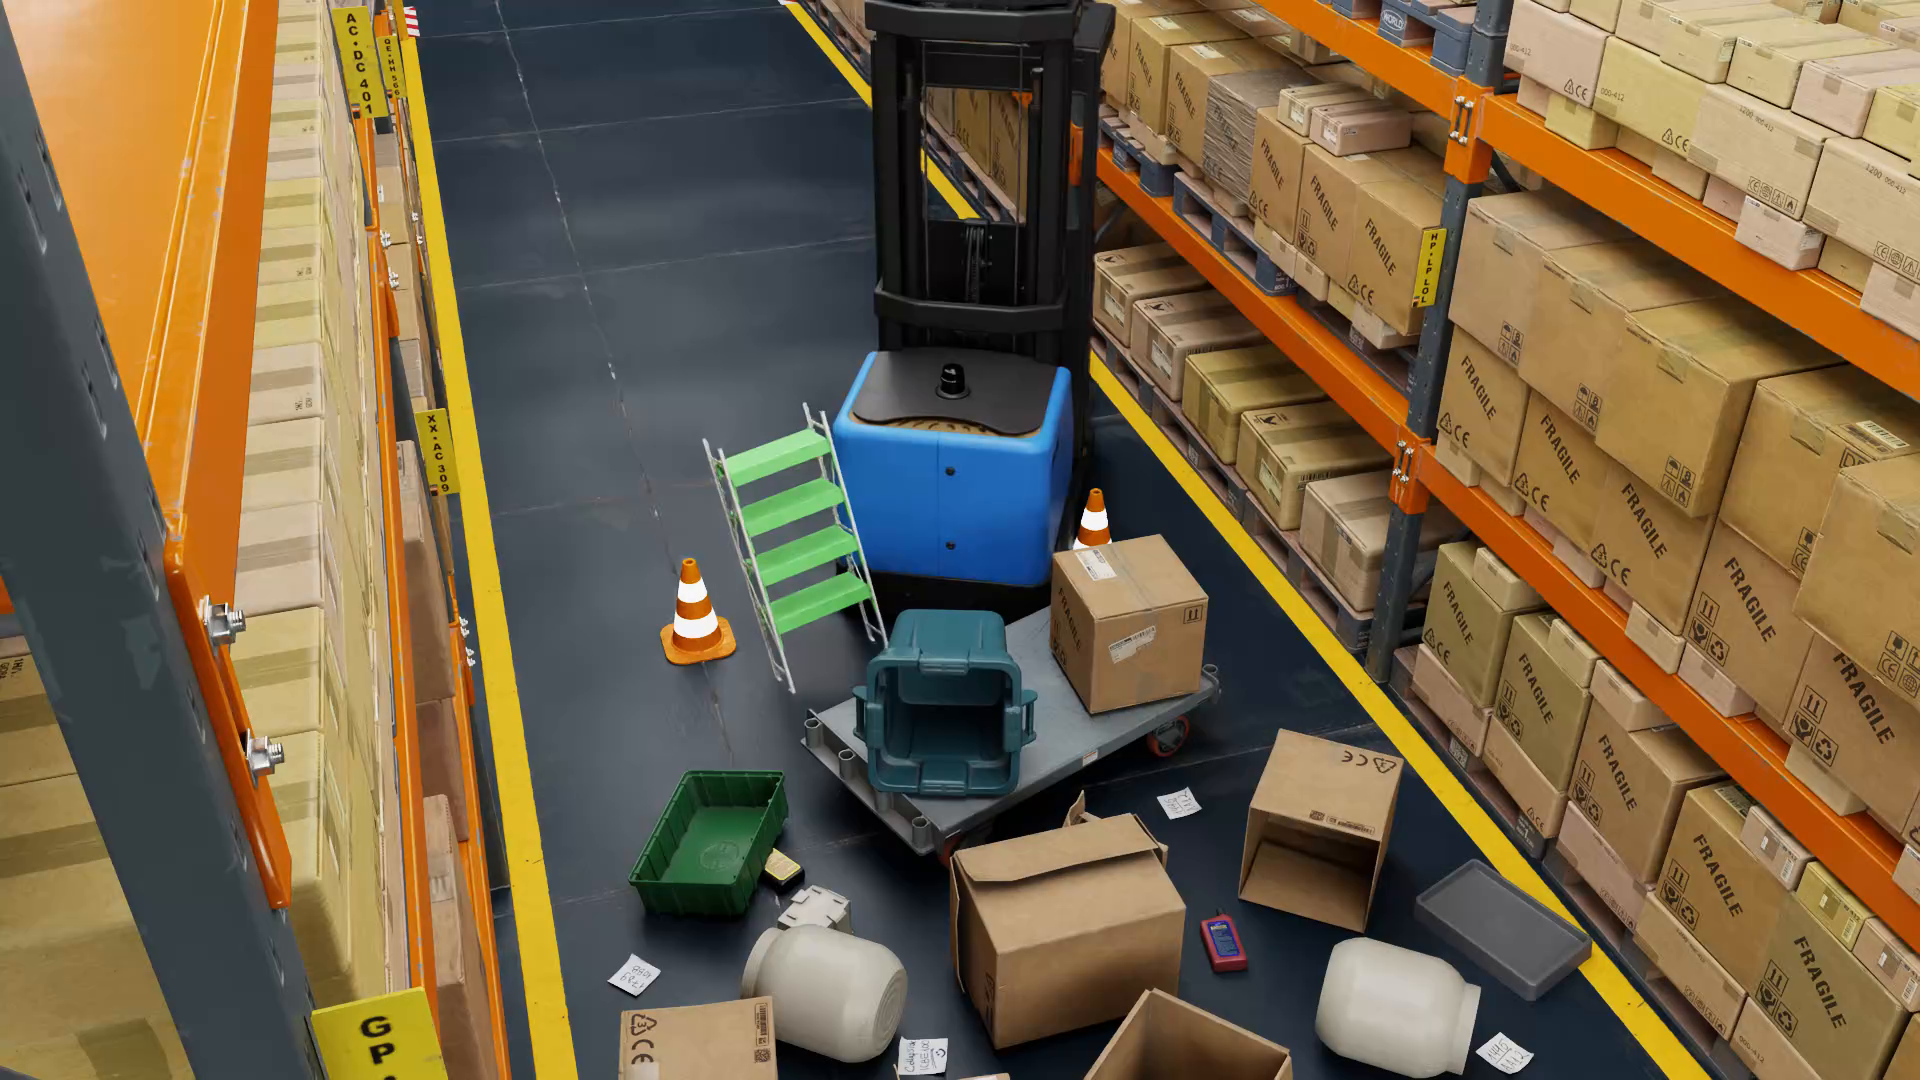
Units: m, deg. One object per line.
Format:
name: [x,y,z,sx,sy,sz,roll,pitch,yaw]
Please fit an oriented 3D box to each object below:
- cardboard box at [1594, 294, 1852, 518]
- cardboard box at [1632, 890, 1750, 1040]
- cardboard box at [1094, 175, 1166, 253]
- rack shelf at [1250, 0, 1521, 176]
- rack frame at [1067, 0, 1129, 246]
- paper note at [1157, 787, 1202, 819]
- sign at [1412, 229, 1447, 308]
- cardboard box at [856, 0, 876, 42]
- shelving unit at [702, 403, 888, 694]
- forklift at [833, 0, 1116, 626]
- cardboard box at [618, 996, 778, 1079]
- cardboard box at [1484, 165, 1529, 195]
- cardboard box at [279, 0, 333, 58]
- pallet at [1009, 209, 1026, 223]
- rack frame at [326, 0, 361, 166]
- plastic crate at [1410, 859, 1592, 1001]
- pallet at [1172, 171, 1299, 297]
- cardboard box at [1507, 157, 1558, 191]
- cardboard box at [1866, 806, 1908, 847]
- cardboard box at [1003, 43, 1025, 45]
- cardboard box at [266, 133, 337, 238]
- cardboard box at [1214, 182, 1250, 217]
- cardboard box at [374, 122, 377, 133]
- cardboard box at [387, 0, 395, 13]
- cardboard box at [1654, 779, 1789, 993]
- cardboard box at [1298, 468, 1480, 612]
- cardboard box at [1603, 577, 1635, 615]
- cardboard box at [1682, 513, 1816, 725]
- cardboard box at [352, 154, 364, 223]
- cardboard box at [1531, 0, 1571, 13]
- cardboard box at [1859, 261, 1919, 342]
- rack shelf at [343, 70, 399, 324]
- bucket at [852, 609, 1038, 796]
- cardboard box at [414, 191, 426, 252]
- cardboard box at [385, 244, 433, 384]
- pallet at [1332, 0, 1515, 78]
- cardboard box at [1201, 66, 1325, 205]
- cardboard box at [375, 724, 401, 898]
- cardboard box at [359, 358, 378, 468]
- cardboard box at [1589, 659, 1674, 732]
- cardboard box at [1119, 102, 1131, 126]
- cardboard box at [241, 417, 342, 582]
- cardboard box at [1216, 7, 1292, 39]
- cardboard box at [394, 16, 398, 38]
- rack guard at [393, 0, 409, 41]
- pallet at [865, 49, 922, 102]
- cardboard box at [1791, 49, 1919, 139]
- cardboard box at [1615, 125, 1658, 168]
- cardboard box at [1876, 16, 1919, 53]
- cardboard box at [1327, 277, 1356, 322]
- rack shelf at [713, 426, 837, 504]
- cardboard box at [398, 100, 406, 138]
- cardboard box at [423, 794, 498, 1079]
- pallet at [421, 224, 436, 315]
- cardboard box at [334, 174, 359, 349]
cardboard box: [2.583,-0.467,5.468,0.700,0.500,0.500,-11,35,-16]
cardboard box: [2.795,1.455,5.941,0.500,0.250,0.500,-11,35,-16]
cardboard box: [1.041,-2.457,11.293,0.875,0.875,0.875,-10,35,-15]
rack shelf: [1.783,-2.693,8.036,1.077,0.370,4.000,-10,35,-15]
rack frame: [1.173,-2.791,10.253,1.000,3.000,0.127,-10,35,-15]
paper note: [0.930,1.113,7.038,0.148,0.019,0.142,-10,35,-15]
sign: [1.866,-1.079,6.612,0.100,0.325,0.005,-10,35,-15]
cardboard box: [-0.410,-4.815,15.260,0.875,0.438,0.875,-11,35,-16]
shelving unit: [-0.729,0.039,7.527,0.503,1.200,0.258,-22,22,-20]
forklift: [0.164,-1.604,8.519,1.130,2.935,3.031,6,34,8]
cardboard box: [-0.839,1.879,5.451,0.500,0.500,0.500,-4,34,-6]
cardboard box: [2.523,-1.327,7.295,0.500,0.500,0.500,-9,35,-14]
cardboard box: [-1.875,-1.364,4.405,0.380,0.149,0.250,-10,35,-15]
pallet: [1.004,-2.055,11.668,1.003,0.211,1.213,-10,35,-15]
rack frame: [-2.290,-2.309,4.081,1.000,3.000,0.127,-10,35,-15]
plastic crate: [2.091,1.489,6.424,0.402,0.080,0.583,-23,40,-31]
pallet: [1.816,-1.679,8.744,1.003,0.211,1.213,-10,35,-15]
cardboard box: [2.586,-1.609,7.135,0.380,0.149,0.250,-10,35,-15]
cardboard box: [3.003,0.813,5.027,0.380,0.149,0.250,-10,35,-14]
cardboard box: [0.601,-3.216,11.032,0.500,0.250,0.500,-9,35,-14]
cardboard box: [-1.491,-0.701,3.402,0.380,0.149,0.250,-10,35,-15]
cardboard box: [1.542,-1.803,8.605,0.380,0.149,0.250,-9,34,-13]
cardboard box: [-3.536,-2.386,9.487,0.380,0.149,0.250,-8,34,-12]
cardboard box: [-5.326,-4.849,15.032,0.380,0.149,0.250,-11,35,-16]
cardboard box: [2.811,1.152,5.719,0.500,0.500,0.500,-11,35,-16]
cardboard box: [2.231,-0.045,8.100,0.950,0.372,0.625,-10,35,-14]
cardboard box: [2.574,0.162,6.013,0.380,0.149,0.250,-10,35,-15]
cardboard box: [2.751,0.208,5.354,0.500,0.500,0.500,-10,35,-14]
cardboard box: [-1.798,-0.900,4.426,0.380,0.149,0.250,-9,35,-14]
cardboard box: [2.178,-1.950,5.764,0.380,0.149,0.250,-11,35,-16]
cardboard box: [2.727,-0.677,4.561,0.380,0.149,0.250,-10,35,-15]
rack shelf: [-2.900,-1.807,6.696,1.077,0.370,4.000,-10,35,-15]
bucket: [-0.053,0.610,6.697,0.726,0.611,0.620,1,23,2]
cardboard box: [-3.956,-2.253,11.325,0.500,0.500,0.500,-11,35,-16]
cardboard box: [-2.654,-0.963,7.396,0.500,0.500,0.500,-9,35,-14]
pallet: [2.306,-2.206,6.818,1.213,0.211,1.003,-10,35,-15]
cardboard box: [1.569,-2.043,8.380,0.500,0.500,0.500,-11,35,-17]
cardboard box: [-1.024,0.432,2.411,0.380,0.149,0.250,-10,35,-15]
cardboard box: [-1.408,-0.231,3.414,0.380,0.149,0.250,-10,35,-15]
cardboard box: [2.540,0.539,6.059,0.380,0.149,0.250,-8,34,-12]
cardboard box: [1.149,-2.506,9.668,0.380,0.149,0.250,-12,35,-18]
cardboard box: [-1.099,-0.030,2.386,0.380,0.149,0.250,-10,35,-14]
cardboard box: [1.744,-2.671,9.330,0.500,0.500,0.500,-11,35,-15]
cardboard box: [-5.417,-4.733,15.396,0.380,0.149,0.250,-9,35,-13]
rack guard: [-5.928,-5.023,15.899,1.175,0.500,0.348,-10,35,-15]
pallet: [-0.205,-4.140,14.824,1.003,0.211,1.213,-10,35,-15]
cardboard box: [2.628,-1.276,4.744,0.380,0.149,0.250,-11,35,-15]
cardboard box: [2.462,-1.375,5.616,0.380,0.149,0.250,-10,35,-15]
cardboard box: [3.030,-1.497,5.078,0.380,0.149,0.250,-11,35,-16]
cardboard box: [1.909,-1.127,7.581,0.380,0.149,0.250,-11,35,-16]
rack shelf: [-0.824,-0.337,7.378,0.480,0.148,0.258,-22,22,-20]
cardboard box: [-4.119,-2.831,11.519,0.500,0.250,0.500,-8,34,-12]
cardboard box: [-1.444,0.990,3.416,0.875,0.550,0.550,-10,35,-15]
pallet: [-4.116,-1.792,11.271,1.003,0.211,1.213,-10,35,-15]
cardboard box: [-1.591,-0.592,3.599,0.500,0.250,0.500,-10,35,-15]
